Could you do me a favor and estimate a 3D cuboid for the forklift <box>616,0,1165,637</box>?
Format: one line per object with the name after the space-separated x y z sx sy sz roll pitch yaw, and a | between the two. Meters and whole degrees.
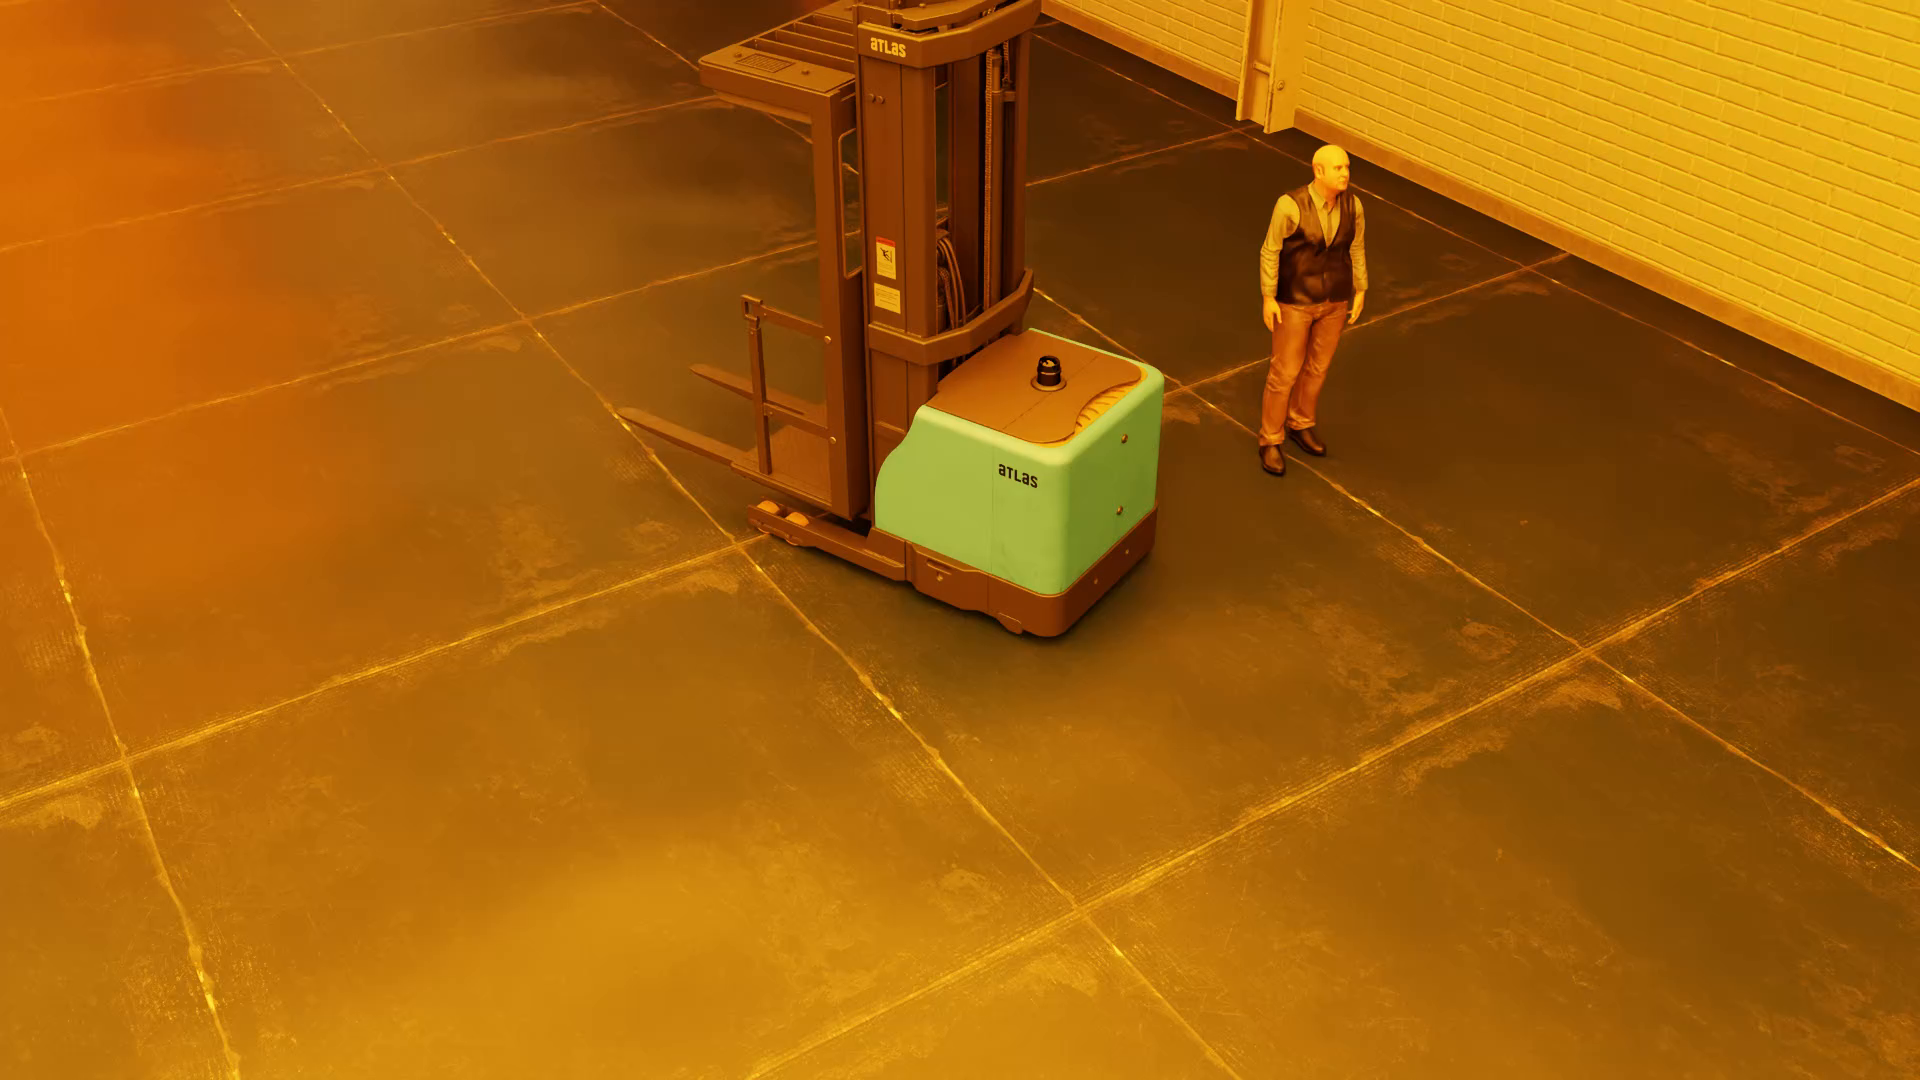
-0.500 -1.399 8.138 3.031 2.935 1.130 22 41 28 | forklift

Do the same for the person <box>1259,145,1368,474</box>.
1.926 -1.252 8.970 0.633 1.722 0.565 -11 37 -15 | person
